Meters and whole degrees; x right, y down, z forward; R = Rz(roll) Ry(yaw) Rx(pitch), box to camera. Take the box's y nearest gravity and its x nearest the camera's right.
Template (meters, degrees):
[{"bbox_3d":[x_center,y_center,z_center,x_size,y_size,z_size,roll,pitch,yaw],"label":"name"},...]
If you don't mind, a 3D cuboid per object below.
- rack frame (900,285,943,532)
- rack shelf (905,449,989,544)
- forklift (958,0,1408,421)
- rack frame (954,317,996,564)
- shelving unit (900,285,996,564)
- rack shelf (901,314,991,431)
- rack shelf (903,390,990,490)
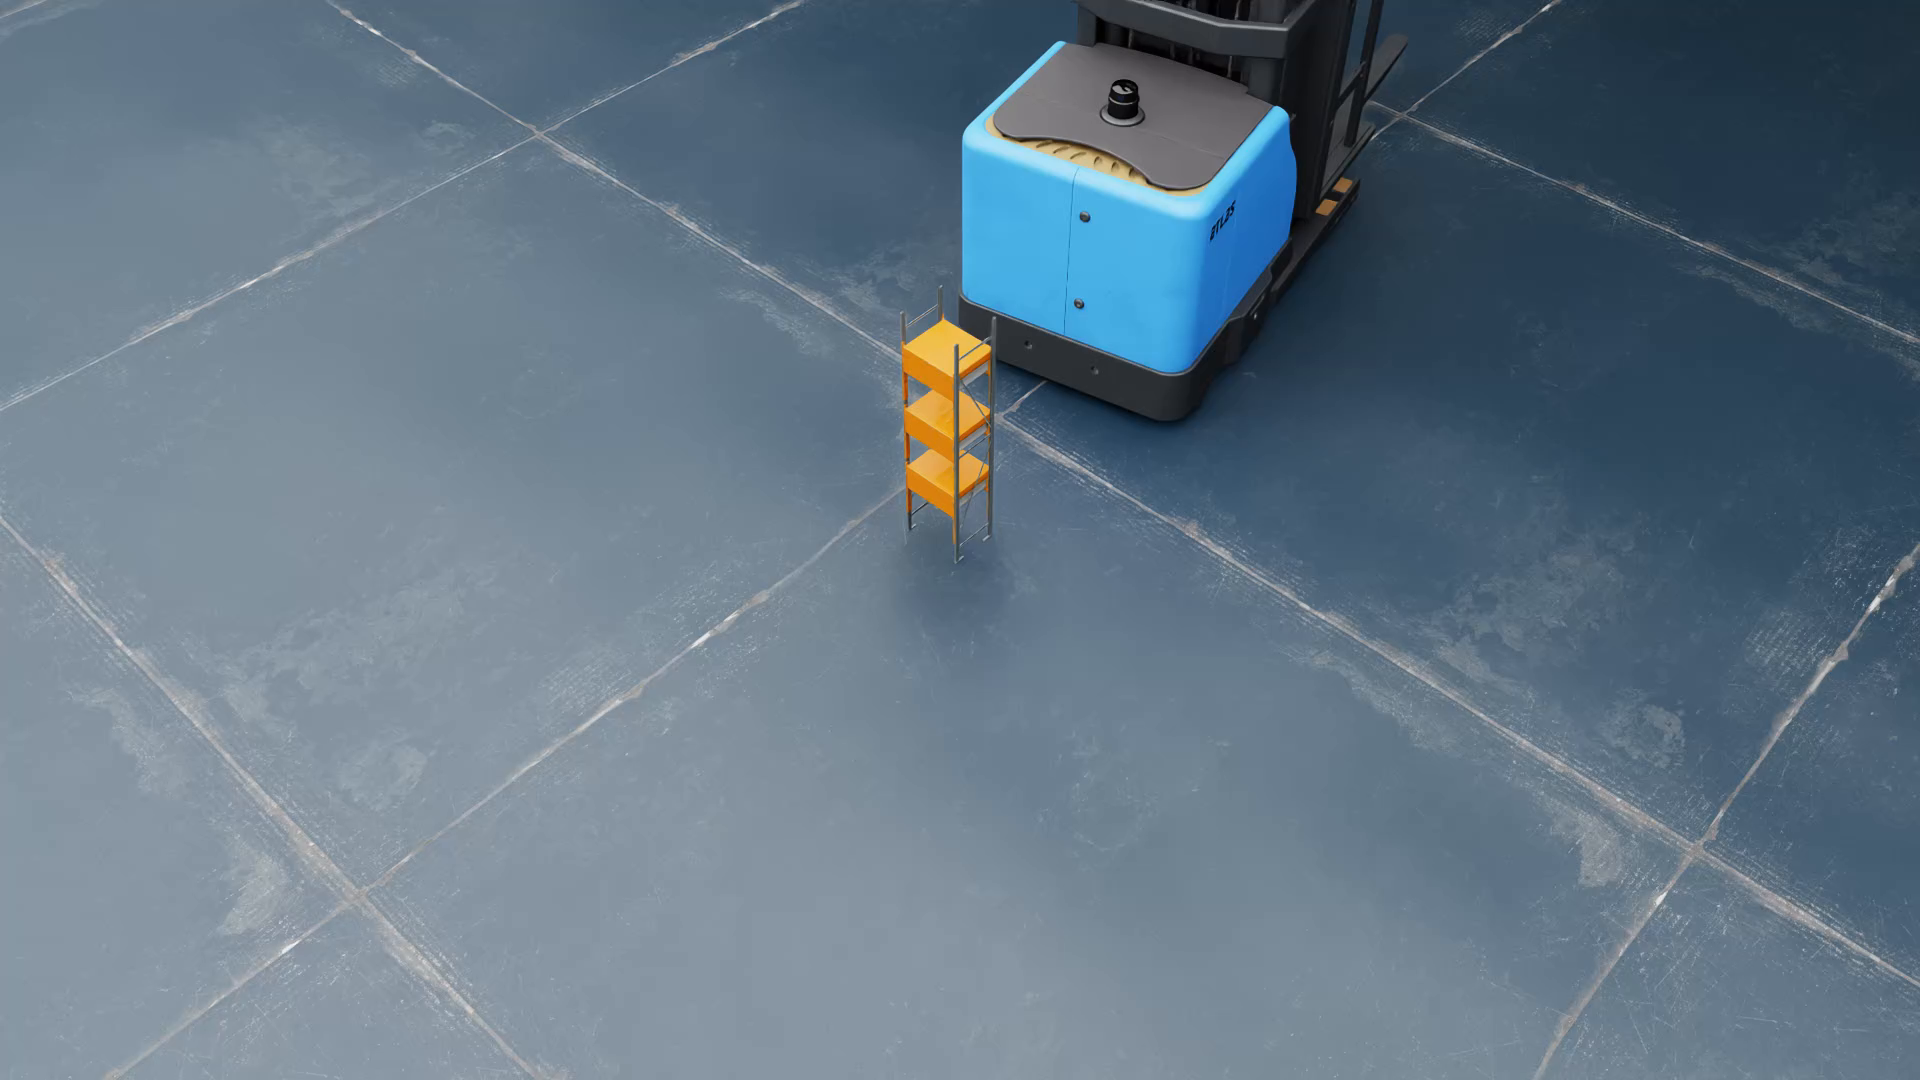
[{"bbox_3d":[-0.129,-0.446,5.949,0.008,1.050,0.200,34,55,28],"label":"rack frame"},{"bbox_3d":[-0.039,-0.188,6.102,0.240,0.259,0.215,34,55,28],"label":"rack shelf"},{"bbox_3d":[1.178,-2.539,6.624,1.130,2.935,3.031,23,51,20],"label":"forklift"},{"bbox_3d":[0.050,-0.325,5.835,0.008,1.050,0.200,34,55,28],"label":"rack frame"},{"bbox_3d":[-0.039,-0.386,5.892,0.252,1.050,0.215,34,55,28],"label":"shelving unit"},{"bbox_3d":[-0.039,-0.573,5.693,0.240,0.259,0.215,34,55,28],"label":"rack shelf"},{"bbox_3d":[-0.039,-0.379,5.900,0.240,0.259,0.215,34,55,28],"label":"rack shelf"}]
